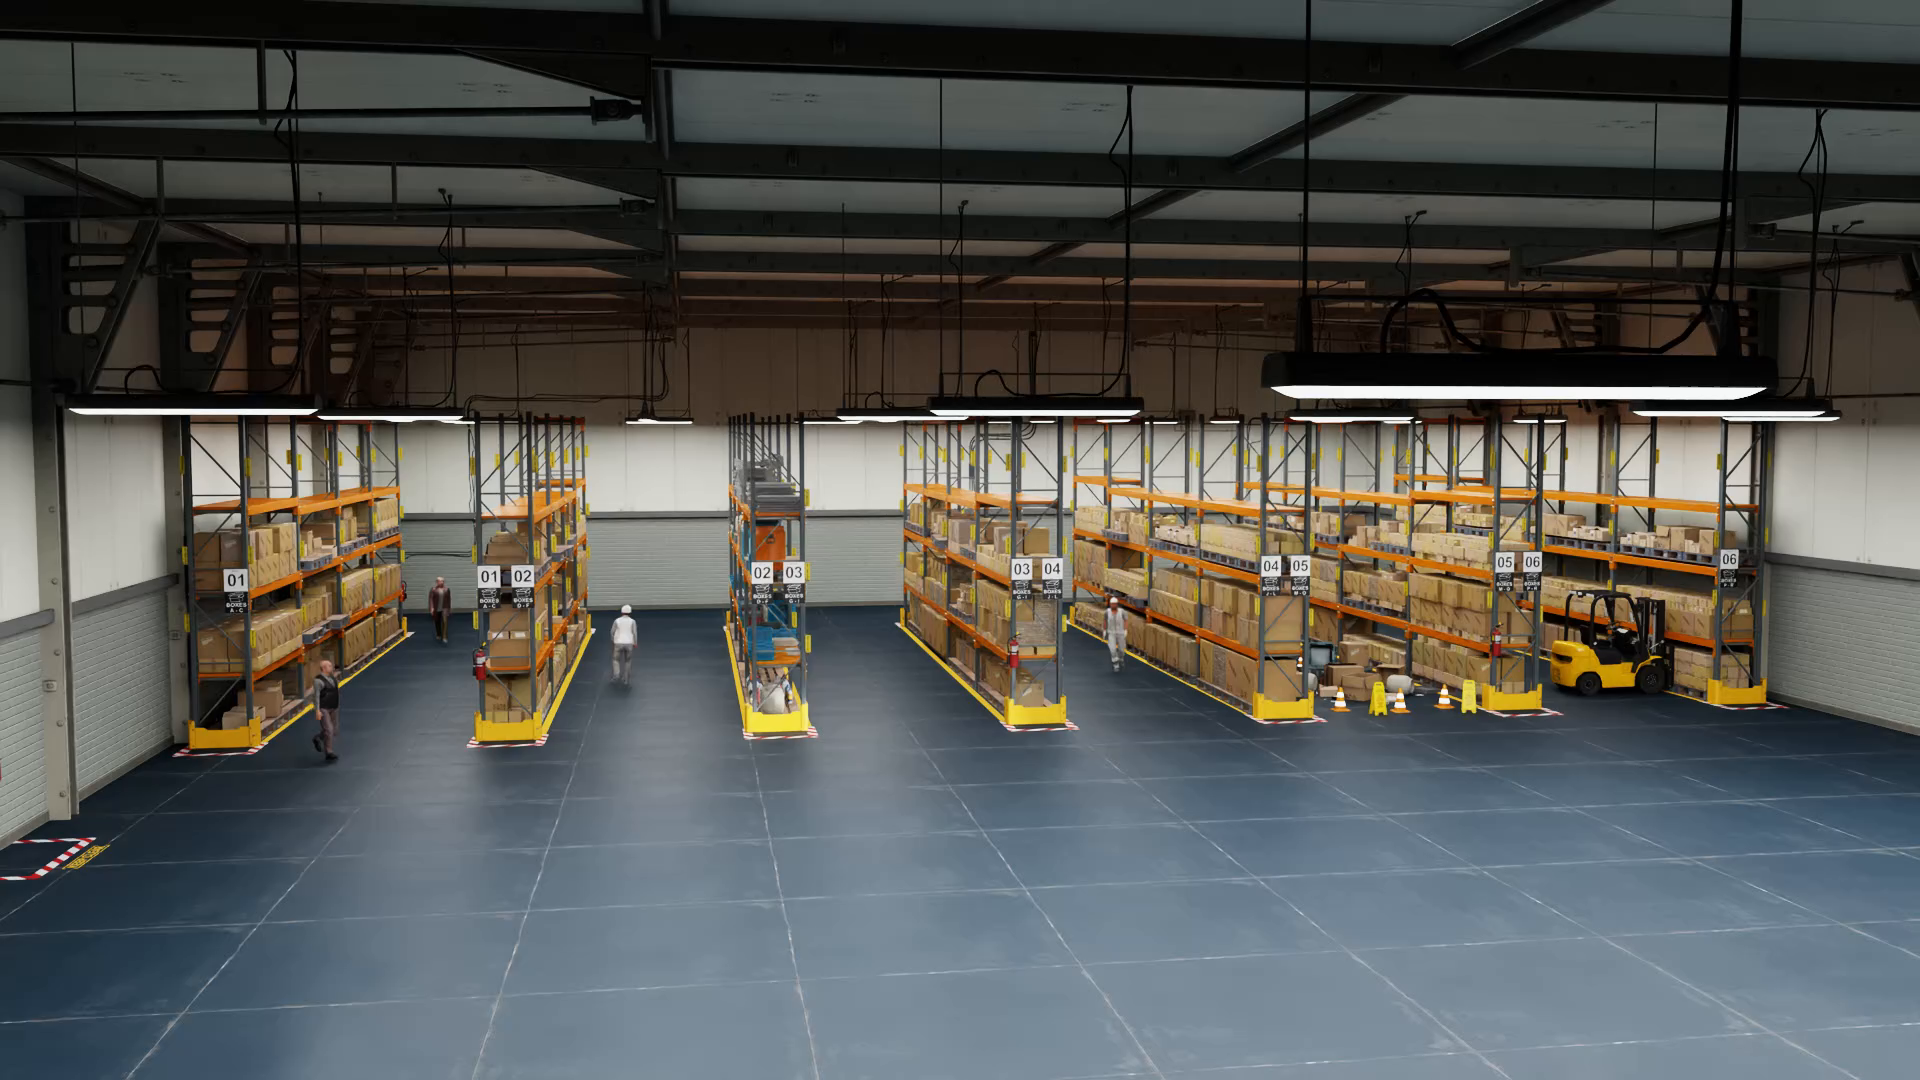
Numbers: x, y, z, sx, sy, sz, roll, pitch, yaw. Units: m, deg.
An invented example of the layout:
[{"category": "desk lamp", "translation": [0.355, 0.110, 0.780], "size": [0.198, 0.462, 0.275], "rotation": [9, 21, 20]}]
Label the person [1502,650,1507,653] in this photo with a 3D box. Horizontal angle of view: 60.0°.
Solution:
[{"category": "person", "translation": [12.205, 2.336, 37.637], "size": [0.541, 1.781, 0.602], "rotation": [-1, 4, -13]}]

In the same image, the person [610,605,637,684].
[{"category": "person", "translation": [-7.475, 2.337, 36.968], "size": [0.599, 1.749, 0.705], "rotation": [-1, 4, -8]}]

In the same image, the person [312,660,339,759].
[{"category": "person", "translation": [-10.970, 2.912, 28.663], "size": [0.757, 1.698, 0.536], "rotation": [2, 4, 28]}]

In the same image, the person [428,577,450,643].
[{"category": "person", "translation": [-13.757, 1.844, 43.940], "size": [0.548, 1.715, 1.128], "rotation": [-1, 4, -14]}]

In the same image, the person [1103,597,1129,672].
[{"category": "person", "translation": [3.657, 2.195, 39.046], "size": [0.604, 1.757, 0.738], "rotation": [0, 4, 7]}]
